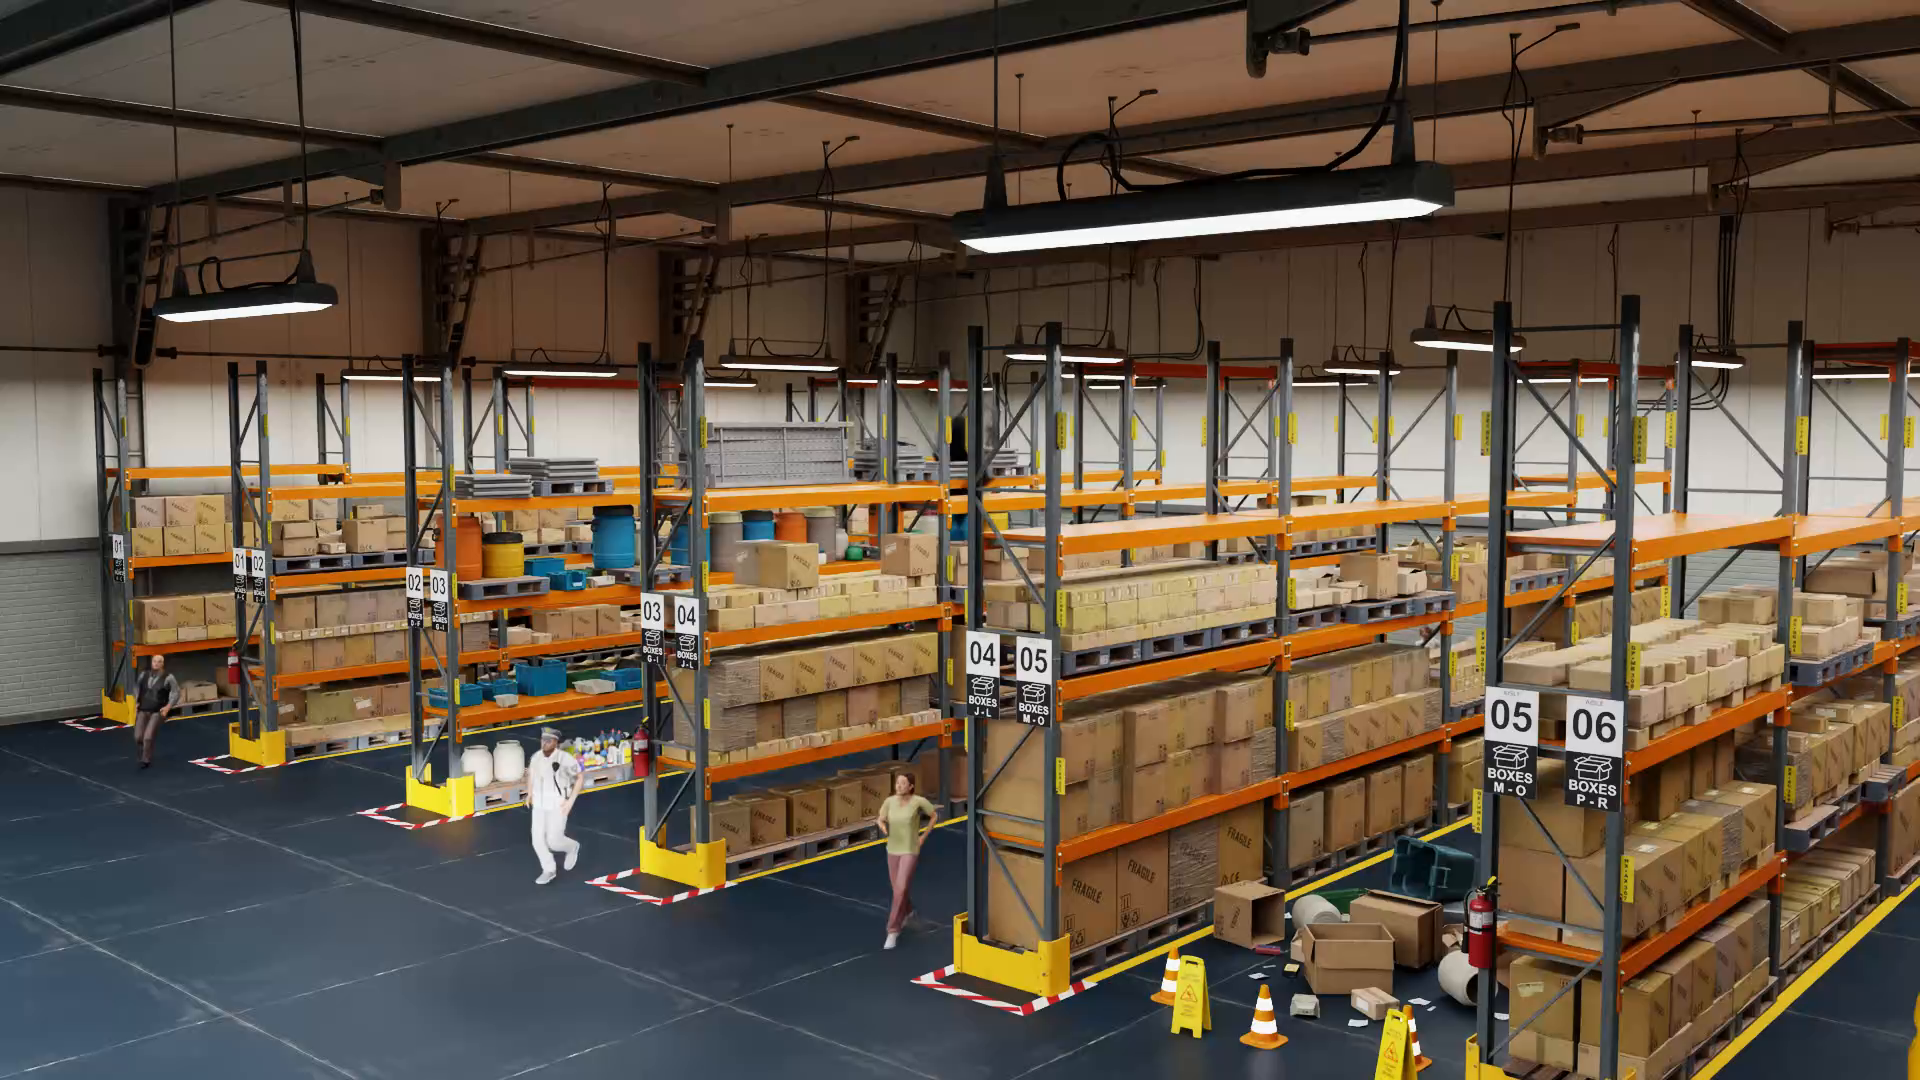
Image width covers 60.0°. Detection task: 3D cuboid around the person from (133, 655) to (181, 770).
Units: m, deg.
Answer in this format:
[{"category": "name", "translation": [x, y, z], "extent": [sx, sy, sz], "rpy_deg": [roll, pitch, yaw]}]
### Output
[{"category": "person", "translation": [-11.891, 2.535, 24.616], "extent": [0.725, 1.651, 0.588], "rpy_deg": [0, 4, -5]}]

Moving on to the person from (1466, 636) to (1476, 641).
[{"category": "person", "translation": [8.426, 2.434, 26.930], "extent": [0.741, 1.595, 1.068], "rpy_deg": [4, 6, 43]}]

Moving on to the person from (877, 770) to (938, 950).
[{"category": "person", "translation": [-0.546, 3.118, 16.455], "extent": [0.572, 1.714, 0.777], "rpy_deg": [2, 5, 23]}]

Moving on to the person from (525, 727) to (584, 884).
[{"category": "person", "translation": [-4.536, 2.933, 18.565], "extent": [0.678, 1.742, 0.600], "rpy_deg": [1, 4, 17]}]

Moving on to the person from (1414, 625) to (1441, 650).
[{"category": "person", "translation": [8.110, 2.259, 28.849], "extent": [0.570, 1.572, 0.862], "rpy_deg": [2, 5, 27]}]
